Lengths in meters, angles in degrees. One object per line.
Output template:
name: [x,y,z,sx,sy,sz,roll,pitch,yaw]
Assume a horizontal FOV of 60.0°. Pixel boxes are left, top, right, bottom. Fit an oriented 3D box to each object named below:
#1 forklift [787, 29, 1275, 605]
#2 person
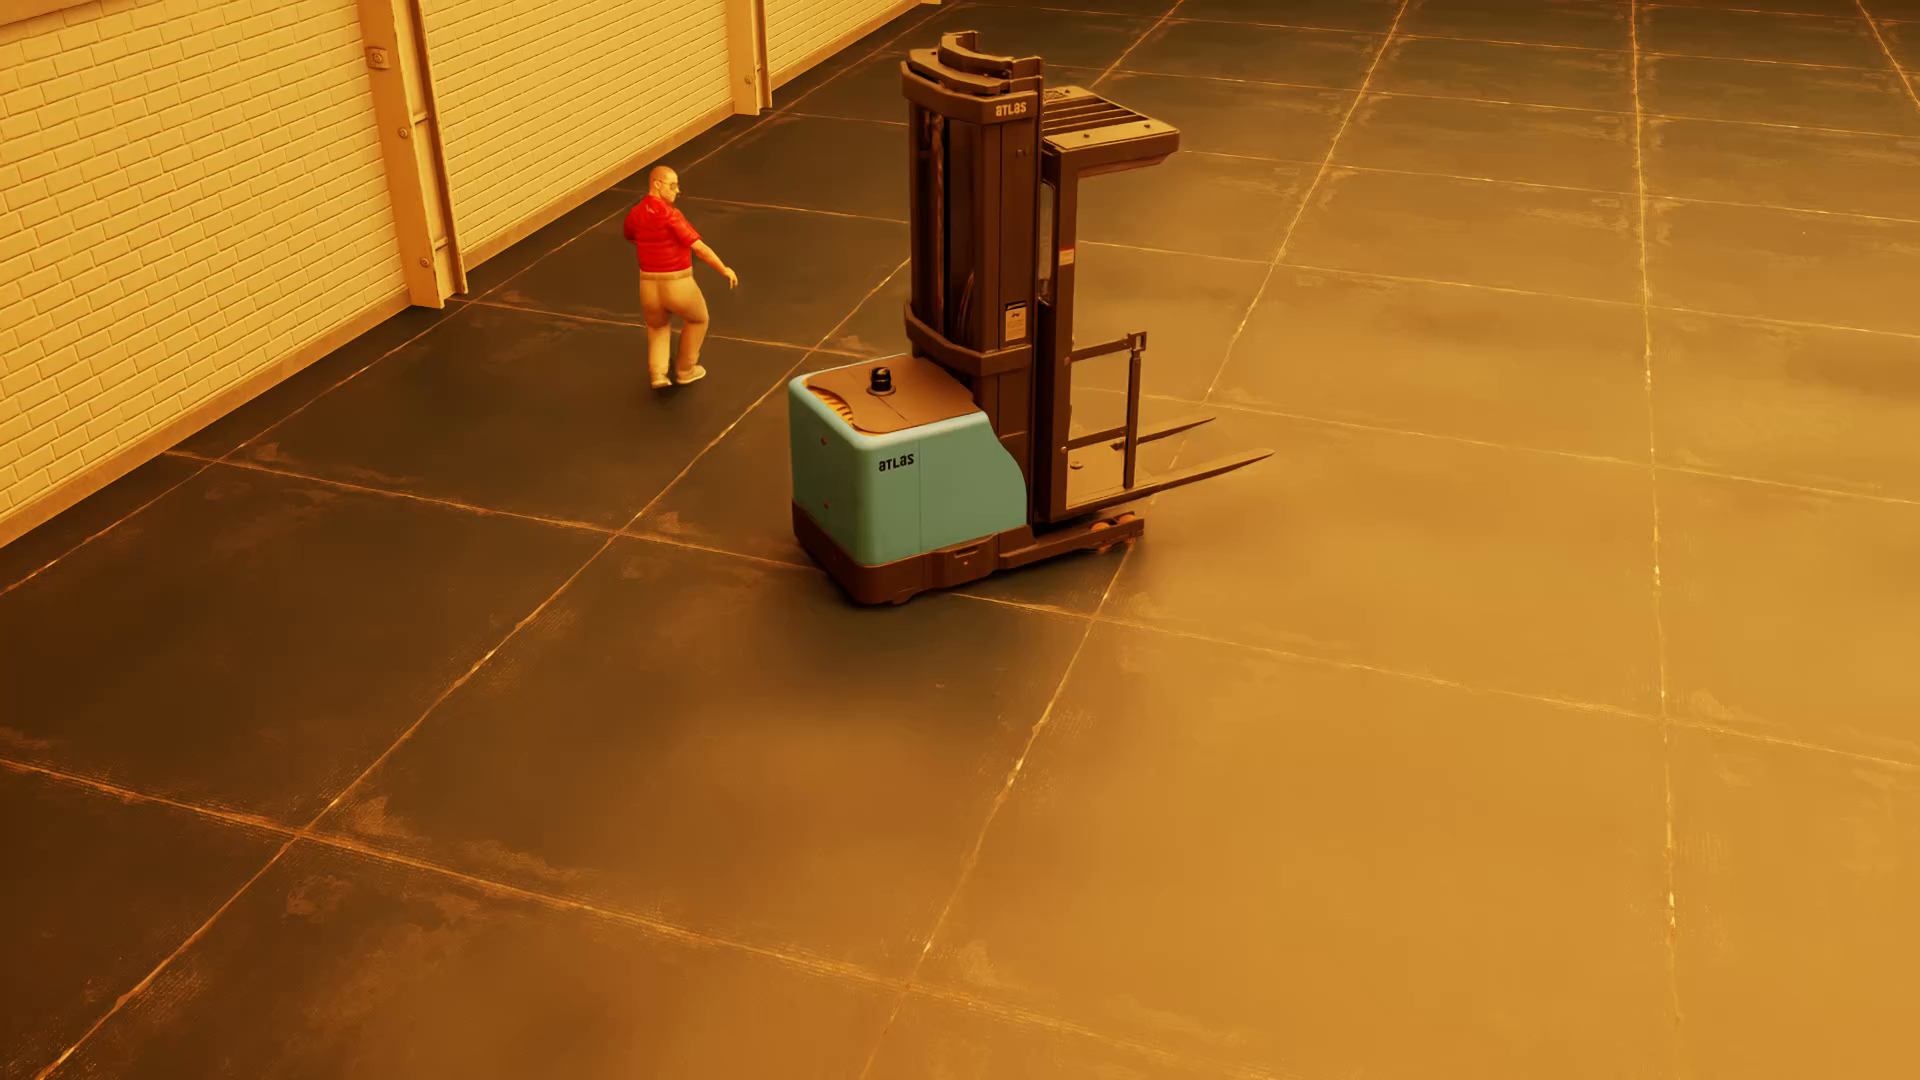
forklift: [0.531,-1.423,9.633,3.031,2.935,1.130,-15,33,-25]
person: [-1.961,-1.842,11.706,0.862,1.613,0.829,10,31,16]
